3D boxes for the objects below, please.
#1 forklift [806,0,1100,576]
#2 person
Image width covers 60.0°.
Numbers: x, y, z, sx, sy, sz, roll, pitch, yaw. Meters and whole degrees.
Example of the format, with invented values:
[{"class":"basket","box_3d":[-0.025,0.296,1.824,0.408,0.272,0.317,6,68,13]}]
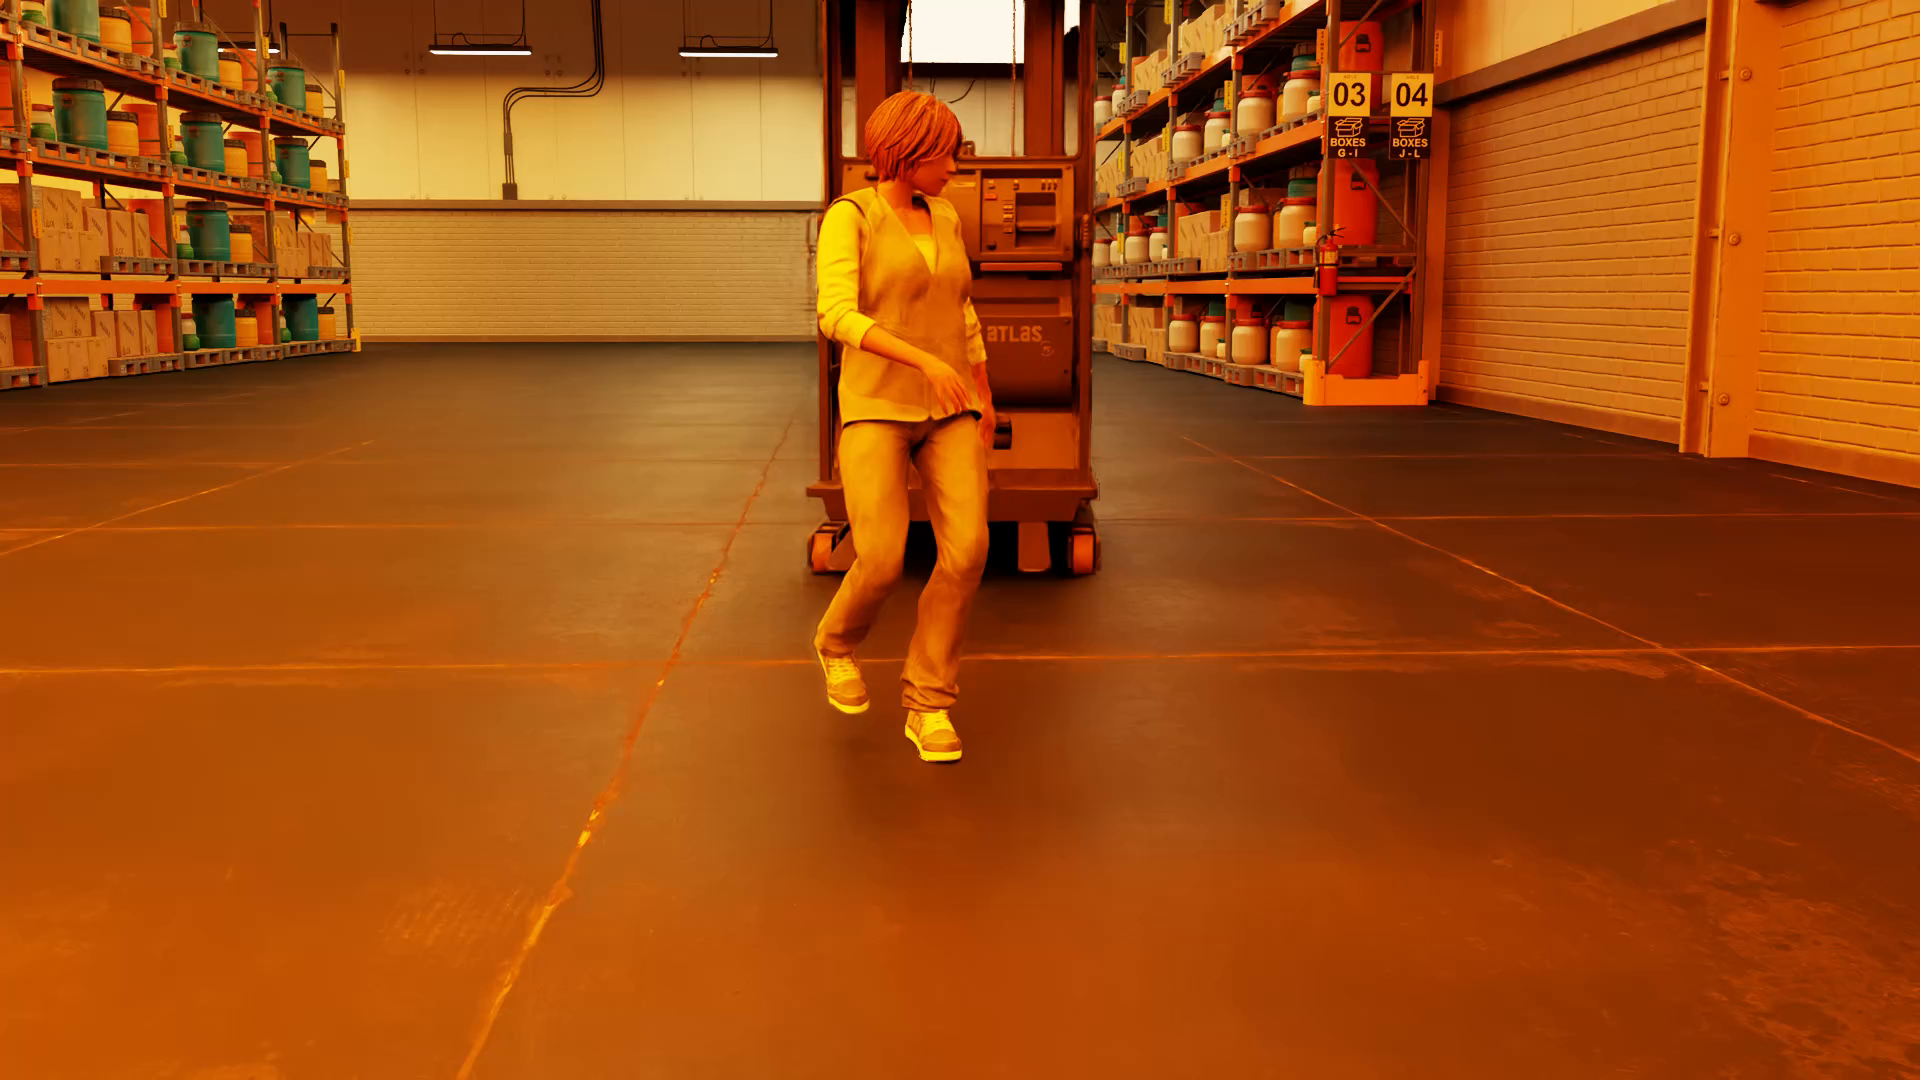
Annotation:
[{"class":"forklift","box_3d":[-0.014,-1.358,6.476,1.130,2.935,3.031,0,8,2]},{"class":"person","box_3d":[-0.090,-0.279,3.970,0.563,1.547,0.579,-4,9,-24]}]
